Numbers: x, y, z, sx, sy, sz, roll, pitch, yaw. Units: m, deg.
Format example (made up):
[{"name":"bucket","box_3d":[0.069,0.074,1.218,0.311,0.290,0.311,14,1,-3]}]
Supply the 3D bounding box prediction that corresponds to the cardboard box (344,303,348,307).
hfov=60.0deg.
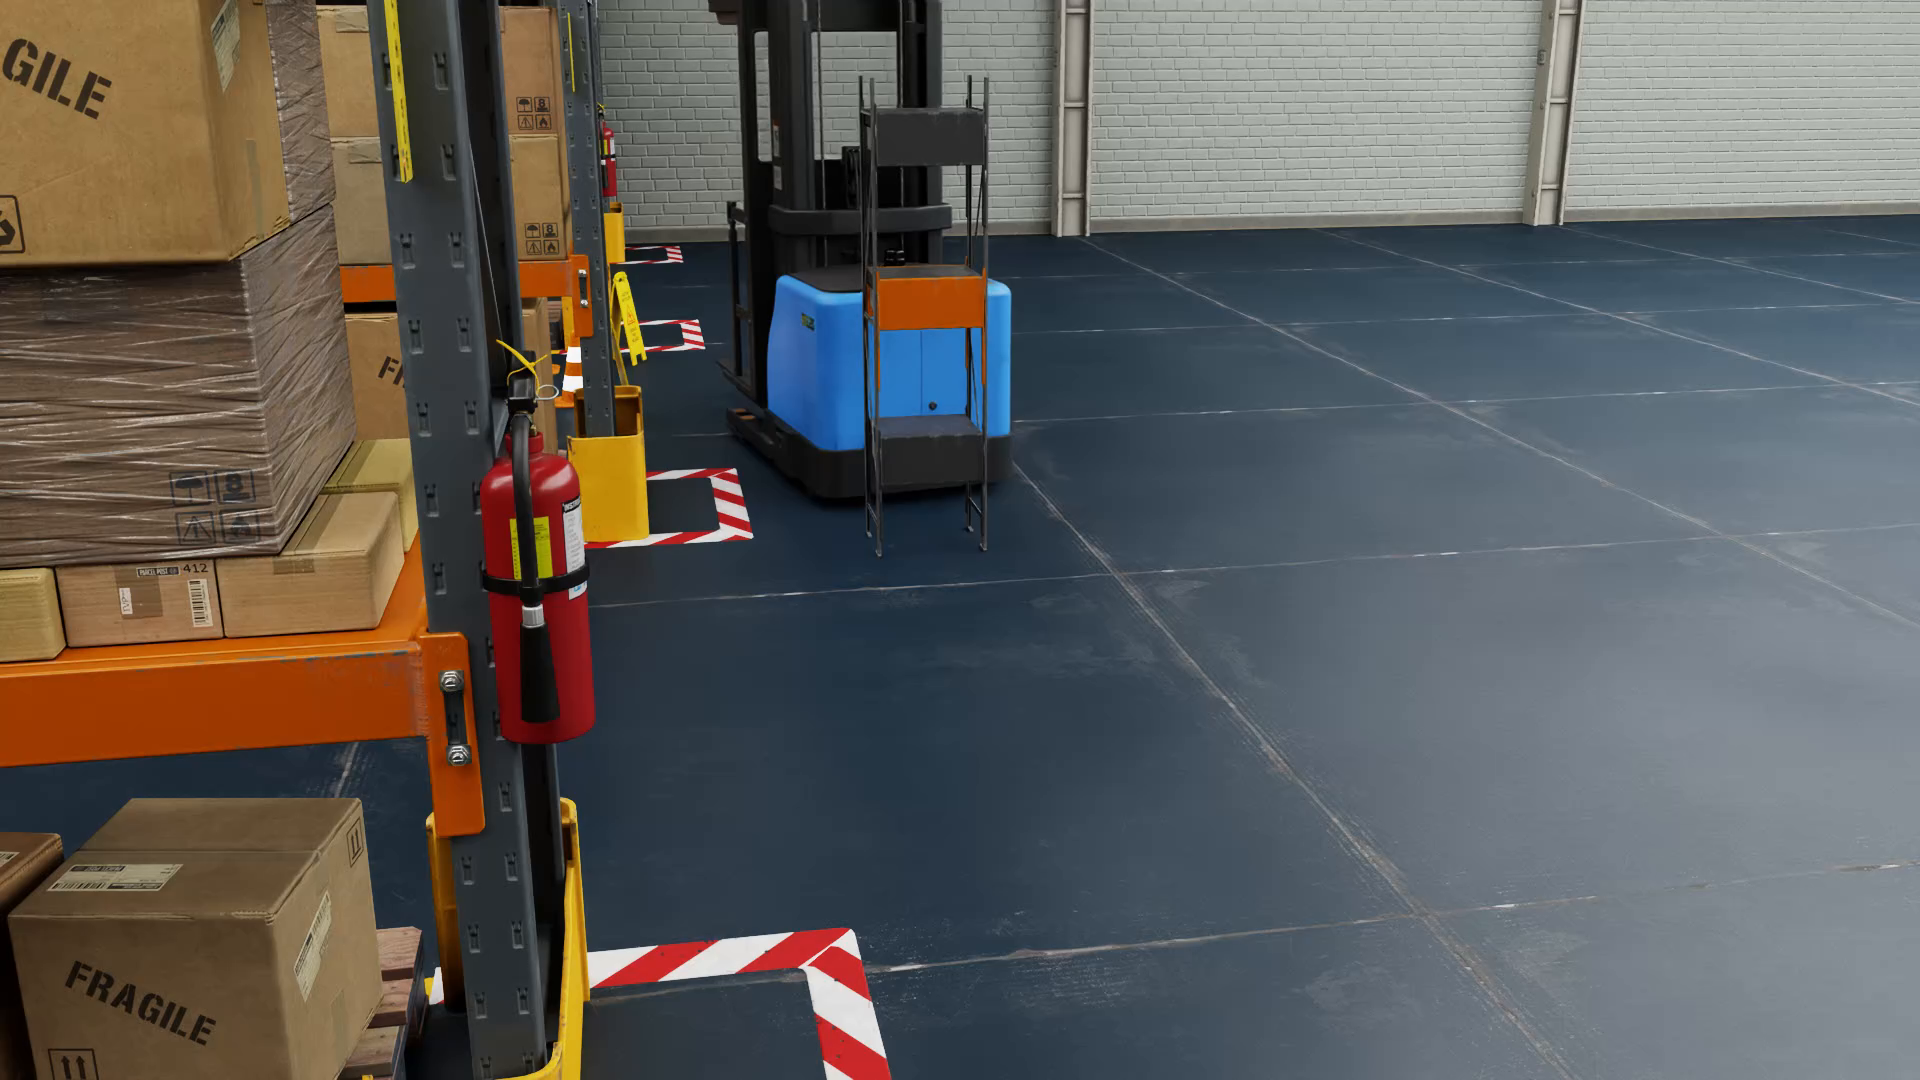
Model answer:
[{"name":"cardboard box","box_3d":[-3.282,-0.672,7.793,0.875,0.875,0.875,-4,17,-11]}]

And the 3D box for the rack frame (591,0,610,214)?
[{"name":"rack frame","box_3d":[-3.749,-4.445,17.175,0.127,3.000,1.000,-3,17,-10]}]

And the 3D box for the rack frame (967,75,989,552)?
[{"name":"rack frame","box_3d":[0.077,-1.008,7.518,0.015,2.100,0.400,-3,17,-10]}]

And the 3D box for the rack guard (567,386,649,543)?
[{"name":"rack guard","box_3d":[-1.742,-0.399,8.261,0.348,0.500,1.175,-3,17,-10]}]

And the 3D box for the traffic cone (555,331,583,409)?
[{"name":"traffic cone","box_3d":[-2.437,-1.105,10.621,0.334,0.463,0.336,-3,17,-10]}]

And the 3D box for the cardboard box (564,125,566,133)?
[{"name":"cardboard box","box_3d":[-4.182,-4.390,16.825,0.500,0.500,0.500,-4,17,-12]}]

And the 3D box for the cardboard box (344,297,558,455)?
[{"name":"cardboard box","box_3d":[-2.419,-0.721,7.955,0.875,0.875,0.875,-3,17,-10]}]

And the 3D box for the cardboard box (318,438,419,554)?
[{"name":"cardboard box","box_3d":[-1.249,-0.090,3.425,0.250,0.149,0.380,-3,17,-10]}]

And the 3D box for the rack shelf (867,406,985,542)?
[{"name":"rack shelf","box_3d":[-0.163,-0.312,7.683,0.480,0.518,0.431,-3,17,-10]}]

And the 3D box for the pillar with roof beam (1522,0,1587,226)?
[{"name":"pillar with roof beam","box_3d":[7.995,-6.961,15.150,0.400,9.000,9.100,-3,17,-10]}]

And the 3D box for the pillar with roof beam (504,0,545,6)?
[{"name":"pillar with roof beam","box_3d":[-3.787,-6.293,12.974,0.400,9.000,9.100,-3,17,-10]}]

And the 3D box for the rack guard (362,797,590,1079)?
[{"name":"rack guard","box_3d":[-0.998,1.042,3.569,0.348,0.500,1.175,-3,17,-10]}]

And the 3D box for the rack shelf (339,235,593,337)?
[{"name":"rack shelf","box_3d":[-3.729,-1.138,7.633,4.000,0.370,1.077,-3,17,-10]}]

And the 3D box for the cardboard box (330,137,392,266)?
[{"name":"cardboard box","box_3d":[-2.657,-1.594,7.638,0.550,0.550,0.875,-3,17,-10]}]

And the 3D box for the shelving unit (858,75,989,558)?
[{"name":"shelving unit","box_3d":[-0.163,-0.995,7.474,0.503,2.100,0.431,-3,17,-10]}]

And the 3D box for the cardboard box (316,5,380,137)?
[{"name":"cardboard box","box_3d":[-2.660,-2.114,7.492,0.550,0.550,0.875,-3,17,-10]}]

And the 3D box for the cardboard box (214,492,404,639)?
[{"name":"cardboard box","box_3d":[-1.165,0.038,3.007,0.250,0.149,0.380,-3,17,-10]}]

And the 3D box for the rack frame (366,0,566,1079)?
[{"name":"rack frame","box_3d":[-0.924,-0.158,3.216,0.127,3.000,1.000,-3,17,-10]}]

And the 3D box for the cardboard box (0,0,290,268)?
[{"name":"cardboard box","box_3d":[-1.417,-0.724,2.679,0.500,0.500,0.500,-3,17,-10]}]

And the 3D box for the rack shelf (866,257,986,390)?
[{"name":"rack shelf","box_3d":[-0.163,-0.981,7.478,0.480,0.518,0.431,-3,17,-10]}]

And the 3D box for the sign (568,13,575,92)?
[{"name":"sign","box_3d":[-1.676,-2.103,7.173,0.005,0.325,0.100,-3,17,-10]}]

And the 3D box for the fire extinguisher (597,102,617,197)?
[{"name":"fire extinguisher","box_3d":[-2.604,-2.851,12.117,0.183,0.674,0.296,-3,17,-10]}]

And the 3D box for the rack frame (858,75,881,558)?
[{"name":"rack frame","box_3d":[-0.402,-0.981,7.429,0.015,2.100,0.400,-3,17,-10]}]

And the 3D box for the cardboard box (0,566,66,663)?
[{"name":"cardboard box","box_3d":[-1.646,0.080,2.869,0.250,0.149,0.380,-3,17,-10]}]

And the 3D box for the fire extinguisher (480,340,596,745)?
[{"name":"fire extinguisher","box_3d":[-0.724,0.006,2.816,0.183,0.674,0.296,-3,17,-10]}]

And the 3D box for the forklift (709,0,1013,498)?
[{"name":"forklift","box_3d":[-0.737,-1.999,9.327,1.130,2.935,3.031,-7,18,-20]}]

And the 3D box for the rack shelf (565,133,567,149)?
[{"name":"rack shelf","box_3d":[-5.713,-3.990,16.918,4.000,0.370,1.077,-3,17,-10]}]

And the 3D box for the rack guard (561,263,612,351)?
[{"name":"rack guard","box_3d":[-2.878,-1.815,12.870,0.348,0.500,1.175,-3,17,-10]}]

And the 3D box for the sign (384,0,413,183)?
[{"name":"sign","box_3d":[-0.838,-0.701,2.475,0.005,0.325,0.100,-3,17,-10]}]

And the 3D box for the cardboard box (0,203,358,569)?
[{"name":"cardboard box","box_3d":[-1.469,-0.325,3.084,0.500,0.500,0.875,-3,17,-10]}]

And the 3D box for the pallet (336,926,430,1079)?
[{"name":"pallet","box_3d":[-1.803,1.215,3.497,1.213,0.211,1.003,-3,17,-10]}]

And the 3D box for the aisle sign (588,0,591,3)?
[{"name":"aisle sign","box_3d":[-1.639,-2.753,7.239,0.004,0.787,0.394,-3,17,-10]}]

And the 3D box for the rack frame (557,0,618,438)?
[{"name":"rack frame","box_3d":[-1.766,-1.593,7.890,0.127,3.000,1.000,-3,17,-10]}]

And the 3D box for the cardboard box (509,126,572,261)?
[{"name":"cardboard box","box_3d":[-2.121,-1.631,7.758,0.550,0.550,0.875,-3,17,-10]}]

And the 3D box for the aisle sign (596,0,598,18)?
[{"name":"aisle sign","box_3d":[-3.629,-5.607,16.530,0.004,0.787,0.394,-3,17,-10]}]

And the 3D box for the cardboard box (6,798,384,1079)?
[{"name":"cardboard box","box_3d":[-1.540,0.867,3.424,0.500,0.500,0.500,0,17,0]}]

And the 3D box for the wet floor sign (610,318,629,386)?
[{"name":"wet floor sign","box_3d":[-2.113,-1.040,10.099,0.232,0.644,0.267,-6,18,-20]}]

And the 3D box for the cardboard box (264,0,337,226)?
[{"name":"cardboard box","box_3d":[-1.516,-0.873,3.167,0.500,0.500,0.500,-3,17,-10]}]

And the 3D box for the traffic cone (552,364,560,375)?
[{"name":"traffic cone","box_3d":[-2.981,-1.406,11.601,0.334,0.463,0.336,-3,17,-10]}]

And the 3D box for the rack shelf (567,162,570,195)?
[{"name":"rack shelf","box_3d":[-4.768,-2.559,12.260,4.000,0.370,1.077,-3,17,-10]}]

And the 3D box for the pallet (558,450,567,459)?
[{"name":"pallet","box_3d":[-2.536,-0.193,8.081,1.213,0.211,1.003,-3,17,-10]}]

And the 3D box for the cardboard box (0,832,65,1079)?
[{"name":"cardboard box","box_3d":[-2.121,0.910,3.283,0.500,0.500,0.500,1,17,4]}]

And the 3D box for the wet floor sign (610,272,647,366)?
[{"name":"wet floor sign","box_3d":[-2.414,-1.591,11.893,0.232,0.644,0.267,3,17,9]}]

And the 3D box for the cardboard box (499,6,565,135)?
[{"name":"cardboard box","box_3d":[-2.137,-2.171,7.678,0.550,0.550,0.875,-3,17,-10]}]

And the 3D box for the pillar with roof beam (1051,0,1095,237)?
[{"name":"pillar with roof beam","box_3d":[2.104,-6.627,14.062,0.400,9.000,9.100,-3,17,-10]}]

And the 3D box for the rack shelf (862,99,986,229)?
[{"name":"rack shelf","box_3d":[-0.163,-1.651,7.272,0.480,0.518,0.431,-3,17,-10]}]

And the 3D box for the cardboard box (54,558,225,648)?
[{"name":"cardboard box","box_3d":[-1.410,0.052,2.963,0.250,0.149,0.380,-3,17,-10]}]

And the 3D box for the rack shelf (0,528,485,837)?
[{"name":"rack shelf","box_3d":[-2.888,0.298,2.959,4.000,0.370,1.077,-3,17,-10]}]

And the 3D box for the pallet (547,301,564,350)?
[{"name":"pallet","box_3d":[-3.683,-1.642,12.799,1.213,0.211,1.003,-3,17,-10]}]

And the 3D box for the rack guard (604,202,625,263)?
[{"name":"rack guard","box_3d":[-3.726,-3.252,17.547,0.348,0.500,1.175,-3,17,-10]}]

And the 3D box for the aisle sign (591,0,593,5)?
[{"name":"aisle sign","box_3d":[-1.753,-2.926,7.802,0.004,0.787,0.394,-3,17,-10]}]
